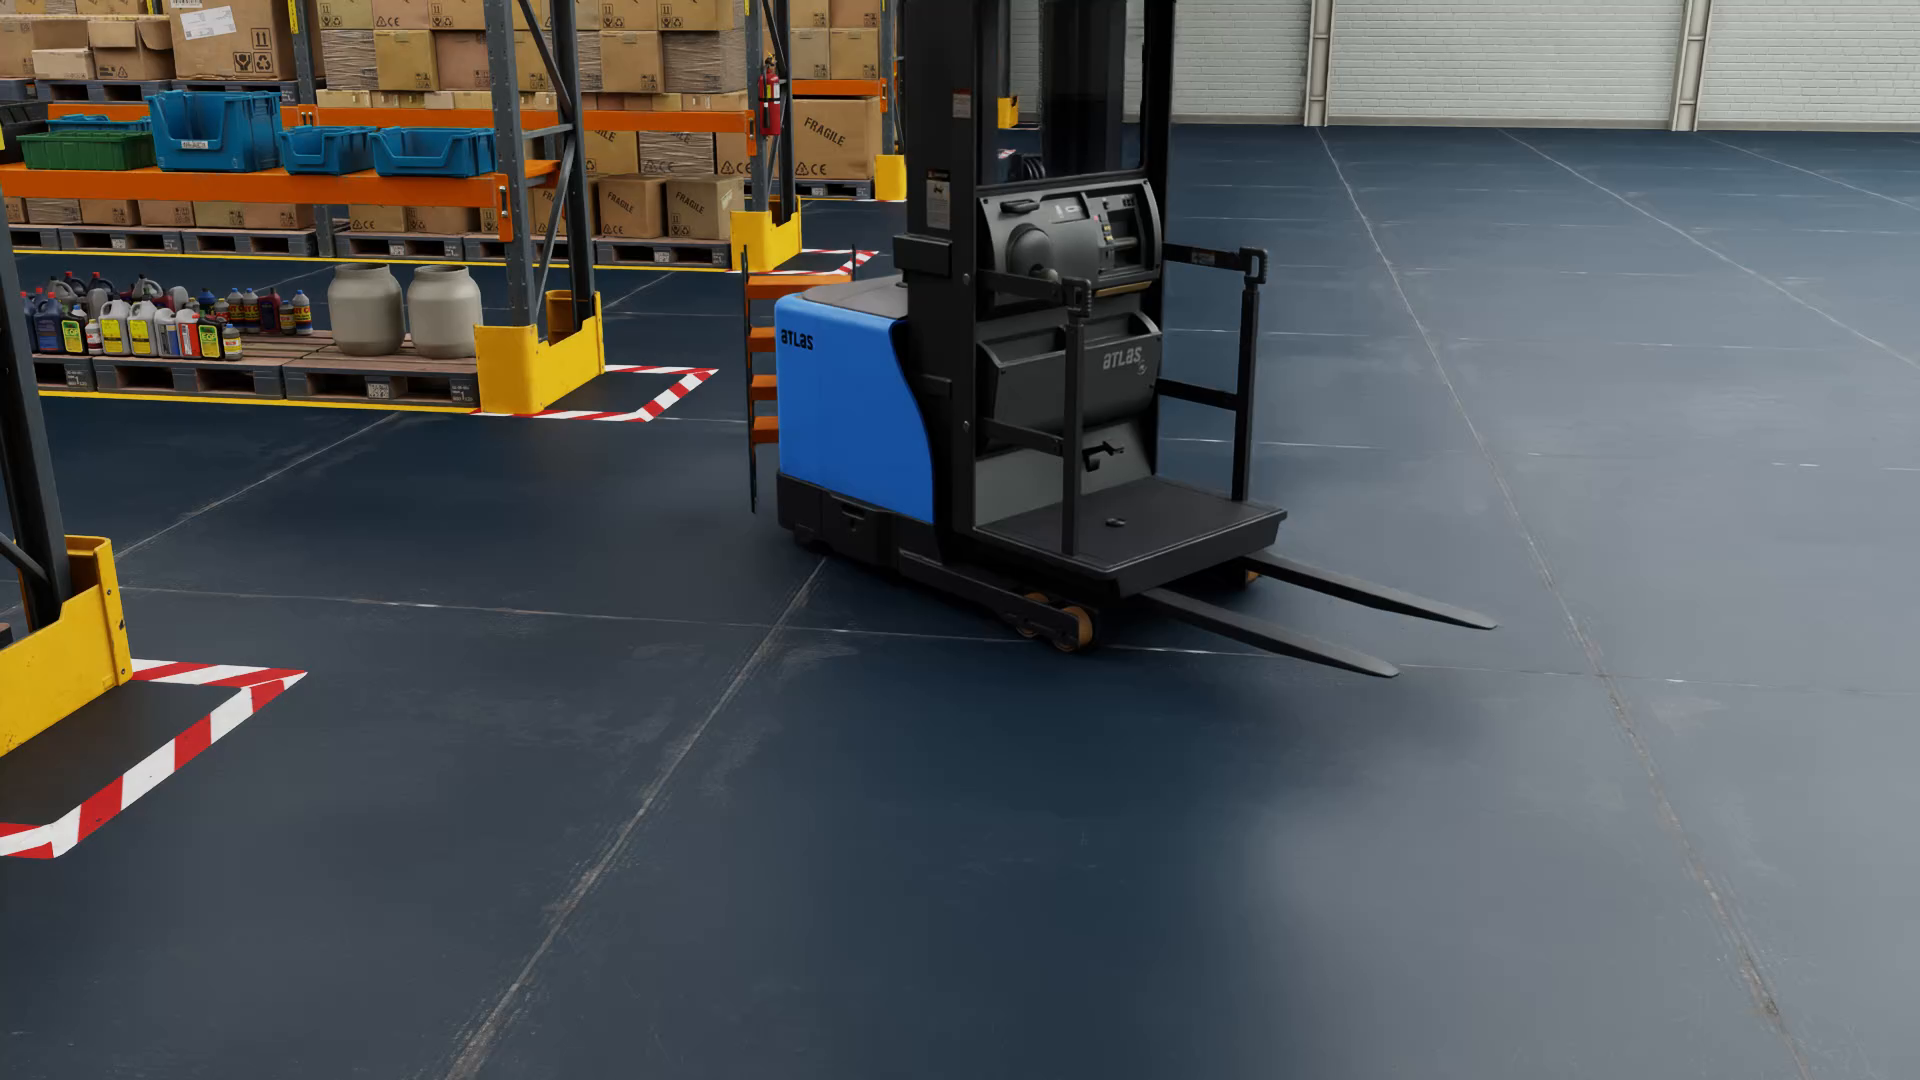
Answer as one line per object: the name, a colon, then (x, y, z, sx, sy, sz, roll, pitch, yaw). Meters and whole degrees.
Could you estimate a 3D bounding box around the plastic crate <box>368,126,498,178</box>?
plastic crate: (-2.945, -2.194, 9.367, 0.616, 0.251, 0.499, 3, 19, 9)

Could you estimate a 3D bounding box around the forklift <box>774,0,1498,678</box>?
forklift: (0.577, -1.164, 6.164, 1.130, 2.935, 3.031, -17, 25, -41)

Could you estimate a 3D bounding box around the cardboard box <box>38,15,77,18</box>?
cardboard box: (-10.720, -6.158, 19.778, 0.250, 0.149, 0.380, 3, 19, 10)

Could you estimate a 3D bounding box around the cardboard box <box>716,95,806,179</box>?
cardboard box: (-2.281, -4.682, 19.255, 0.875, 0.875, 0.875, 3, 19, 8)

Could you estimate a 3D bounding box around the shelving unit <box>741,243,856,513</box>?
shelving unit: (-0.719, -0.735, 7.609, 0.503, 1.200, 0.258, -1, 19, -4)

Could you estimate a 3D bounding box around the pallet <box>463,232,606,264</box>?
pallet: (-3.691, -2.680, 14.980, 1.213, 0.211, 1.003, 3, 19, 9)

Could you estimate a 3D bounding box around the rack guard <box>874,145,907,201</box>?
rack guard: (-0.708, -4.247, 19.207, 0.348, 0.500, 1.175, 3, 19, 9)

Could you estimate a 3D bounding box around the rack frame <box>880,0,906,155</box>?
rack frame: (-0.731, -5.433, 18.814, 0.127, 3.000, 1.000, 3, 19, 9)

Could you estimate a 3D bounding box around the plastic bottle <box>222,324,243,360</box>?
plastic bottle: (-4.286, -1.170, 9.788, 0.097, 0.201, 0.097, 0, 18, 0)

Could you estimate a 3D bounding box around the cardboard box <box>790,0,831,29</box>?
cardboard box: (-1.649, -6.046, 18.708, 0.550, 0.550, 0.875, 3, 19, 9)

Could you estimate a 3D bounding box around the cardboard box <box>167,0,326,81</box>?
cardboard box: (-6.330, -4.653, 14.876, 1.000, 1.000, 1.000, 3, 19, 9)

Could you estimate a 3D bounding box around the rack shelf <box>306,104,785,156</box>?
rack shelf: (-3.593, -3.644, 14.600, 4.000, 0.370, 1.077, 3, 19, 9)

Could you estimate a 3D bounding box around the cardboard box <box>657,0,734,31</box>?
cardboard box: (-2.200, -4.497, 13.815, 0.500, 0.500, 0.500, 3, 19, 9)

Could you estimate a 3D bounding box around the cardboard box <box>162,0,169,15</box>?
cardboard box: (-11.505, -8.003, 24.759, 0.500, 0.500, 0.500, 3, 19, 9)

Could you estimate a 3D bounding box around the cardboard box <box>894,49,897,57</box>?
cardboard box: (-0.967, -6.819, 23.353, 0.250, 0.149, 0.380, 3, 19, 8)

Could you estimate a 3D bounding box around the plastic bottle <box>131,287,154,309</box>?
plastic bottle: (-5.154, -1.453, 10.506, 0.133, 0.283, 0.061, 3, 19, 9)

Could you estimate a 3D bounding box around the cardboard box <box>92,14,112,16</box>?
cardboard box: (-10.599, -6.361, 20.385, 0.250, 0.149, 0.380, 3, 19, 8)

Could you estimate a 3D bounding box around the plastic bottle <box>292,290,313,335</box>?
plastic bottle: (-4.144, -1.437, 10.475, 0.097, 0.271, 0.097, 0, 18, 0)

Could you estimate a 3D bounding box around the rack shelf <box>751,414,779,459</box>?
rack shelf: (-0.719, -0.483, 7.693, 0.480, 0.148, 0.258, -1, 19, -4)

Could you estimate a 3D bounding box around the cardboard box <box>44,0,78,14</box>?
cardboard box: (-13.408, -8.103, 25.059, 0.500, 0.500, 0.500, 3, 19, 9)

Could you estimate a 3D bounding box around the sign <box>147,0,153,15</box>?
sign: (-11.981, -7.867, 24.600, 0.005, 0.325, 0.100, 3, 19, 9)

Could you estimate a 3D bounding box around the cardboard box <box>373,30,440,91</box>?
cardboard box: (-4.645, -4.196, 14.490, 0.500, 0.500, 0.875, 3, 19, 9)

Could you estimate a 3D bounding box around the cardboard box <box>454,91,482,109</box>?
cardboard box: (-4.165, -3.806, 14.348, 0.250, 0.149, 0.380, 3, 19, 9)

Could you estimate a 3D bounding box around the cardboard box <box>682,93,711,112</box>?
cardboard box: (-2.179, -3.728, 14.113, 0.250, 0.149, 0.380, 3, 19, 9)

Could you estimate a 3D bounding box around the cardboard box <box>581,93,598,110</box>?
cardboard box: (-3.169, -3.773, 14.248, 0.250, 0.149, 0.380, 3, 19, 9)

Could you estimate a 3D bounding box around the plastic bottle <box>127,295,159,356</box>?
plastic bottle: (-4.832, -1.276, 9.870, 0.185, 0.351, 0.144, 4, 19, 11)

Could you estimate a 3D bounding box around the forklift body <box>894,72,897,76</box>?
forklift body: (-1.424, -7.666, 26.824, 1.214, 2.155, 2.313, 3, 19, 9)

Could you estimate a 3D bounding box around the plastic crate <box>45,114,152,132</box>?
plastic crate: (-5.217, -2.493, 10.261, 0.616, 0.251, 0.499, 3, 19, 9)

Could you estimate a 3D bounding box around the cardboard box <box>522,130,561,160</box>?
cardboard box: (-5.308, -4.770, 19.715, 0.750, 0.750, 1.050, 3, 19, 8)

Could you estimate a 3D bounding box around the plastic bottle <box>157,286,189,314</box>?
plastic bottle: (-5.003, -1.474, 10.579, 0.135, 0.276, 0.152, 3, 19, 10)

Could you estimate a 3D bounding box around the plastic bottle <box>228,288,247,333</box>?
plastic bottle: (-4.581, -1.459, 10.542, 0.097, 0.271, 0.097, 0, 18, 0)

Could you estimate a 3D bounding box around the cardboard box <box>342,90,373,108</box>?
cardboard box: (-5.158, -3.845, 14.463, 0.250, 0.149, 0.380, 3, 19, 9)

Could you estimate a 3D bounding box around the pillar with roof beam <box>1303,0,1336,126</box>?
pillar with roof beam: (5.434, -10.056, 23.176, 0.400, 9.000, 9.100, 3, 19, 9)

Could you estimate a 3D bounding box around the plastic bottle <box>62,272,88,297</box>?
plastic bottle: (-5.671, -1.544, 10.673, 0.185, 0.351, 0.144, 2, 19, 7)

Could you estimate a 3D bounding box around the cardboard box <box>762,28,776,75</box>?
cardboard box: (-2.184, -5.597, 19.068, 0.550, 0.550, 0.875, 3, 19, 9)

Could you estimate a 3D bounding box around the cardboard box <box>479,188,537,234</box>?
cardboard box: (-3.987, -3.034, 14.921, 0.500, 0.500, 0.500, 1, 19, 4)

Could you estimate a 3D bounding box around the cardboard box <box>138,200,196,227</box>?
cardboard box: (-7.190, -3.205, 15.400, 0.500, 0.500, 0.700, 1, 19, 4)

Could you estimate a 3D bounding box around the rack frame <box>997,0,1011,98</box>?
rack frame: (0.738, -8.544, 28.113, 0.127, 3.000, 1.000, 3, 19, 9)

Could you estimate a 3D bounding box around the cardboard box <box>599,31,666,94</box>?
cardboard box: (-2.669, -4.097, 14.194, 0.500, 0.500, 0.875, 3, 19, 9)

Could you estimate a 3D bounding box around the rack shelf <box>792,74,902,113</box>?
rack shelf: (-2.706, -5.193, 19.229, 4.000, 0.370, 1.077, 3, 19, 9)

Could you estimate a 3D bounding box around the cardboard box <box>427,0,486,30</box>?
cardboard box: (-4.176, -4.596, 14.110, 0.500, 0.500, 0.500, 3, 19, 9)

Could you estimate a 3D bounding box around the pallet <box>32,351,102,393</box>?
pallet: (-5.696, -1.165, 10.452, 1.213, 0.211, 1.003, 3, 19, 9)

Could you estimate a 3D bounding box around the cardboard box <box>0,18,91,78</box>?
cardboard box: (-8.410, -4.522, 15.272, 0.500, 0.500, 0.700, 6, 19, 17)

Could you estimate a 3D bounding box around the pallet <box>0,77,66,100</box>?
pallet: (-8.796, -4.194, 15.412, 1.003, 0.211, 1.213, 3, 19, 9)

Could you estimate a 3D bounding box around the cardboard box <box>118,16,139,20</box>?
cardboard box: (-9.693, -6.106, 19.620, 0.250, 0.149, 0.380, 4, 19, 10)

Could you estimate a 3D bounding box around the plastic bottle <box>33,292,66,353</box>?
plastic bottle: (-5.435, -1.306, 9.962, 0.185, 0.351, 0.144, 2, 19, 6)
